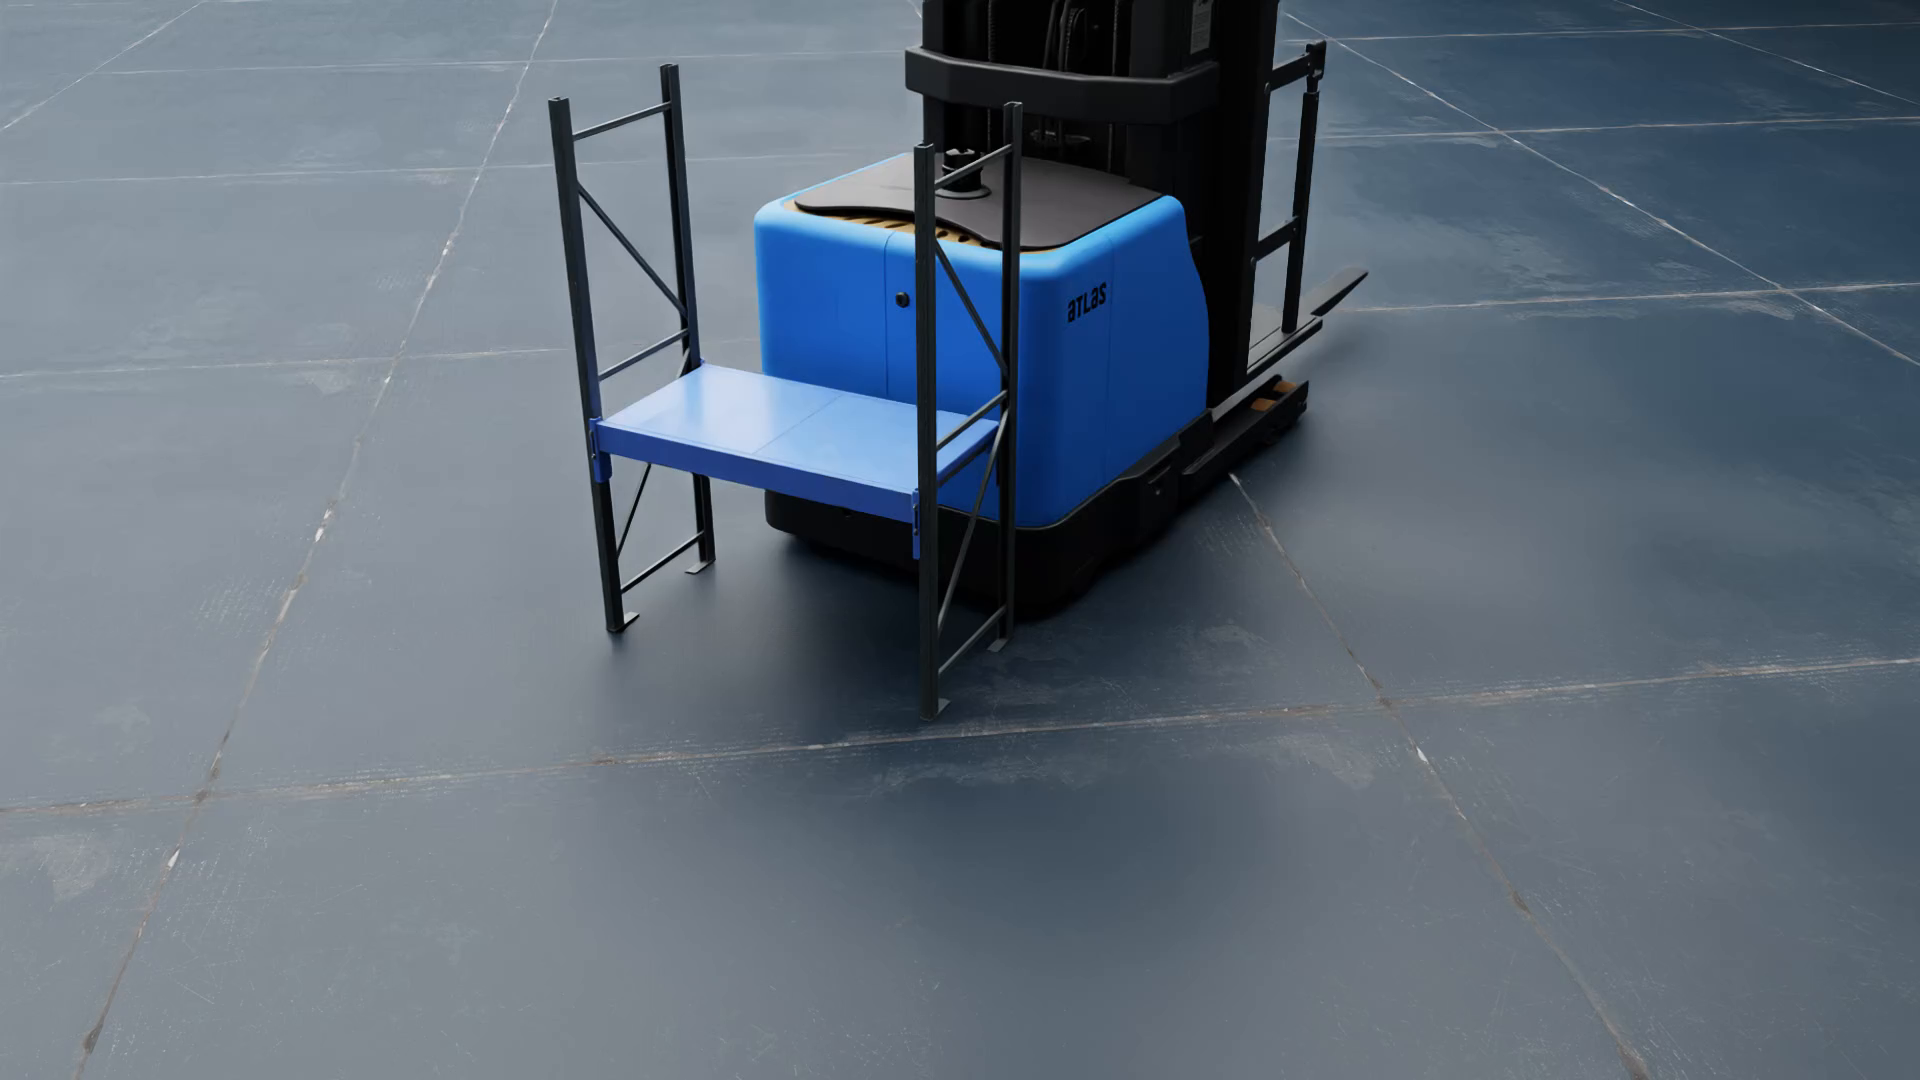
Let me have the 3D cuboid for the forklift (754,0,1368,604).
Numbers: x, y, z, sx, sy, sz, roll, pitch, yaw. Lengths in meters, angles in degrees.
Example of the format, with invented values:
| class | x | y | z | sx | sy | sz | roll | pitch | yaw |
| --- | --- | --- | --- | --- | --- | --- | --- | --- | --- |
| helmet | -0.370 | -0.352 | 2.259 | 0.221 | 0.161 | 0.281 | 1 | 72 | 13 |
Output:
| class | x | y | z | sx | sy | sz | roll | pitch | yaw |
| --- | --- | --- | --- | --- | --- | --- | --- | --- | --- |
| forklift | 0.611 | -1.747 | 5.445 | 1.130 | 2.935 | 3.031 | 16 | 31 | 29 |

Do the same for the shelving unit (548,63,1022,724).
| class | x | y | z | sx | sy | sz | roll | pitch | yaw |
| --- | --- | --- | --- | --- | --- | --- | --- | --- | --- |
| shelving unit | -0.428 | -0.400 | 4.387 | 1.048 | 1.500 | 0.538 | 13 | 30 | 24 |

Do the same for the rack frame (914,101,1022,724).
| class | x | y | z | sx | sy | sz | roll | pitch | yaw |
| --- | --- | --- | --- | --- | --- | --- | --- | --- | --- |
| rack frame | 0.025 | -0.295 | 4.181 | 0.032 | 1.500 | 0.500 | 13 | 30 | 24 |

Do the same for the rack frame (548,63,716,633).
| class | x | y | z | sx | sy | sz | roll | pitch | yaw |
| --- | --- | --- | --- | --- | --- | --- | --- | --- | --- |
| rack frame | -0.880 | -0.506 | 4.594 | 0.032 | 1.500 | 0.500 | 13 | 30 | 24 |

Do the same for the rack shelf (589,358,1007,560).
| class | x | y | z | sx | sy | sz | roll | pitch | yaw |
| --- | --- | --- | --- | --- | --- | --- | --- | --- | --- |
| rack shelf | -0.428 | -0.240 | 4.470 | 1.000 | 0.185 | 0.538 | 13 | 30 | 24 |
